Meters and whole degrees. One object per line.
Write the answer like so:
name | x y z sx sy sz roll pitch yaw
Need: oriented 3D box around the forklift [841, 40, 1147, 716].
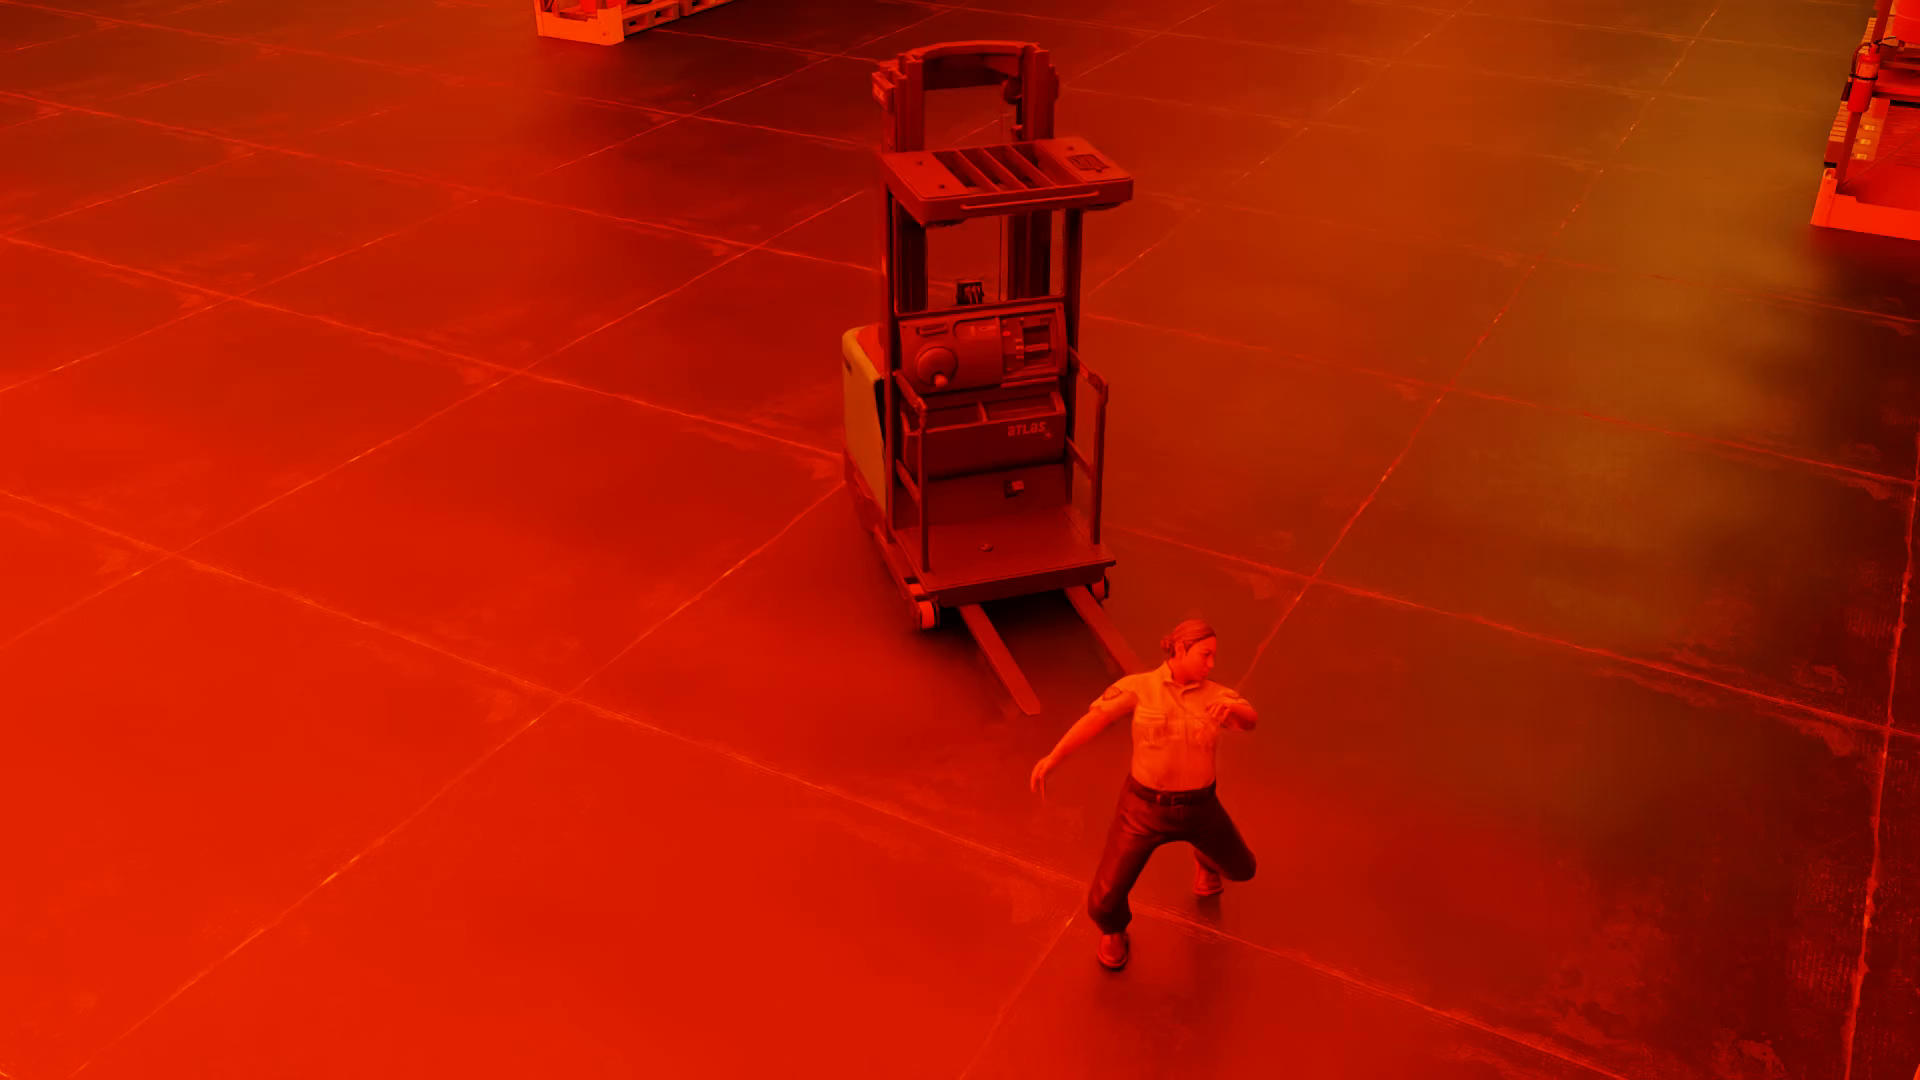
forklift | 0.197 -0.995 8.795 1.130 2.935 3.031 -9 31 -15

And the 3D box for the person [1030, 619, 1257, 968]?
person | 0.729 1.090 6.678 1.004 1.419 0.714 -8 31 -13
